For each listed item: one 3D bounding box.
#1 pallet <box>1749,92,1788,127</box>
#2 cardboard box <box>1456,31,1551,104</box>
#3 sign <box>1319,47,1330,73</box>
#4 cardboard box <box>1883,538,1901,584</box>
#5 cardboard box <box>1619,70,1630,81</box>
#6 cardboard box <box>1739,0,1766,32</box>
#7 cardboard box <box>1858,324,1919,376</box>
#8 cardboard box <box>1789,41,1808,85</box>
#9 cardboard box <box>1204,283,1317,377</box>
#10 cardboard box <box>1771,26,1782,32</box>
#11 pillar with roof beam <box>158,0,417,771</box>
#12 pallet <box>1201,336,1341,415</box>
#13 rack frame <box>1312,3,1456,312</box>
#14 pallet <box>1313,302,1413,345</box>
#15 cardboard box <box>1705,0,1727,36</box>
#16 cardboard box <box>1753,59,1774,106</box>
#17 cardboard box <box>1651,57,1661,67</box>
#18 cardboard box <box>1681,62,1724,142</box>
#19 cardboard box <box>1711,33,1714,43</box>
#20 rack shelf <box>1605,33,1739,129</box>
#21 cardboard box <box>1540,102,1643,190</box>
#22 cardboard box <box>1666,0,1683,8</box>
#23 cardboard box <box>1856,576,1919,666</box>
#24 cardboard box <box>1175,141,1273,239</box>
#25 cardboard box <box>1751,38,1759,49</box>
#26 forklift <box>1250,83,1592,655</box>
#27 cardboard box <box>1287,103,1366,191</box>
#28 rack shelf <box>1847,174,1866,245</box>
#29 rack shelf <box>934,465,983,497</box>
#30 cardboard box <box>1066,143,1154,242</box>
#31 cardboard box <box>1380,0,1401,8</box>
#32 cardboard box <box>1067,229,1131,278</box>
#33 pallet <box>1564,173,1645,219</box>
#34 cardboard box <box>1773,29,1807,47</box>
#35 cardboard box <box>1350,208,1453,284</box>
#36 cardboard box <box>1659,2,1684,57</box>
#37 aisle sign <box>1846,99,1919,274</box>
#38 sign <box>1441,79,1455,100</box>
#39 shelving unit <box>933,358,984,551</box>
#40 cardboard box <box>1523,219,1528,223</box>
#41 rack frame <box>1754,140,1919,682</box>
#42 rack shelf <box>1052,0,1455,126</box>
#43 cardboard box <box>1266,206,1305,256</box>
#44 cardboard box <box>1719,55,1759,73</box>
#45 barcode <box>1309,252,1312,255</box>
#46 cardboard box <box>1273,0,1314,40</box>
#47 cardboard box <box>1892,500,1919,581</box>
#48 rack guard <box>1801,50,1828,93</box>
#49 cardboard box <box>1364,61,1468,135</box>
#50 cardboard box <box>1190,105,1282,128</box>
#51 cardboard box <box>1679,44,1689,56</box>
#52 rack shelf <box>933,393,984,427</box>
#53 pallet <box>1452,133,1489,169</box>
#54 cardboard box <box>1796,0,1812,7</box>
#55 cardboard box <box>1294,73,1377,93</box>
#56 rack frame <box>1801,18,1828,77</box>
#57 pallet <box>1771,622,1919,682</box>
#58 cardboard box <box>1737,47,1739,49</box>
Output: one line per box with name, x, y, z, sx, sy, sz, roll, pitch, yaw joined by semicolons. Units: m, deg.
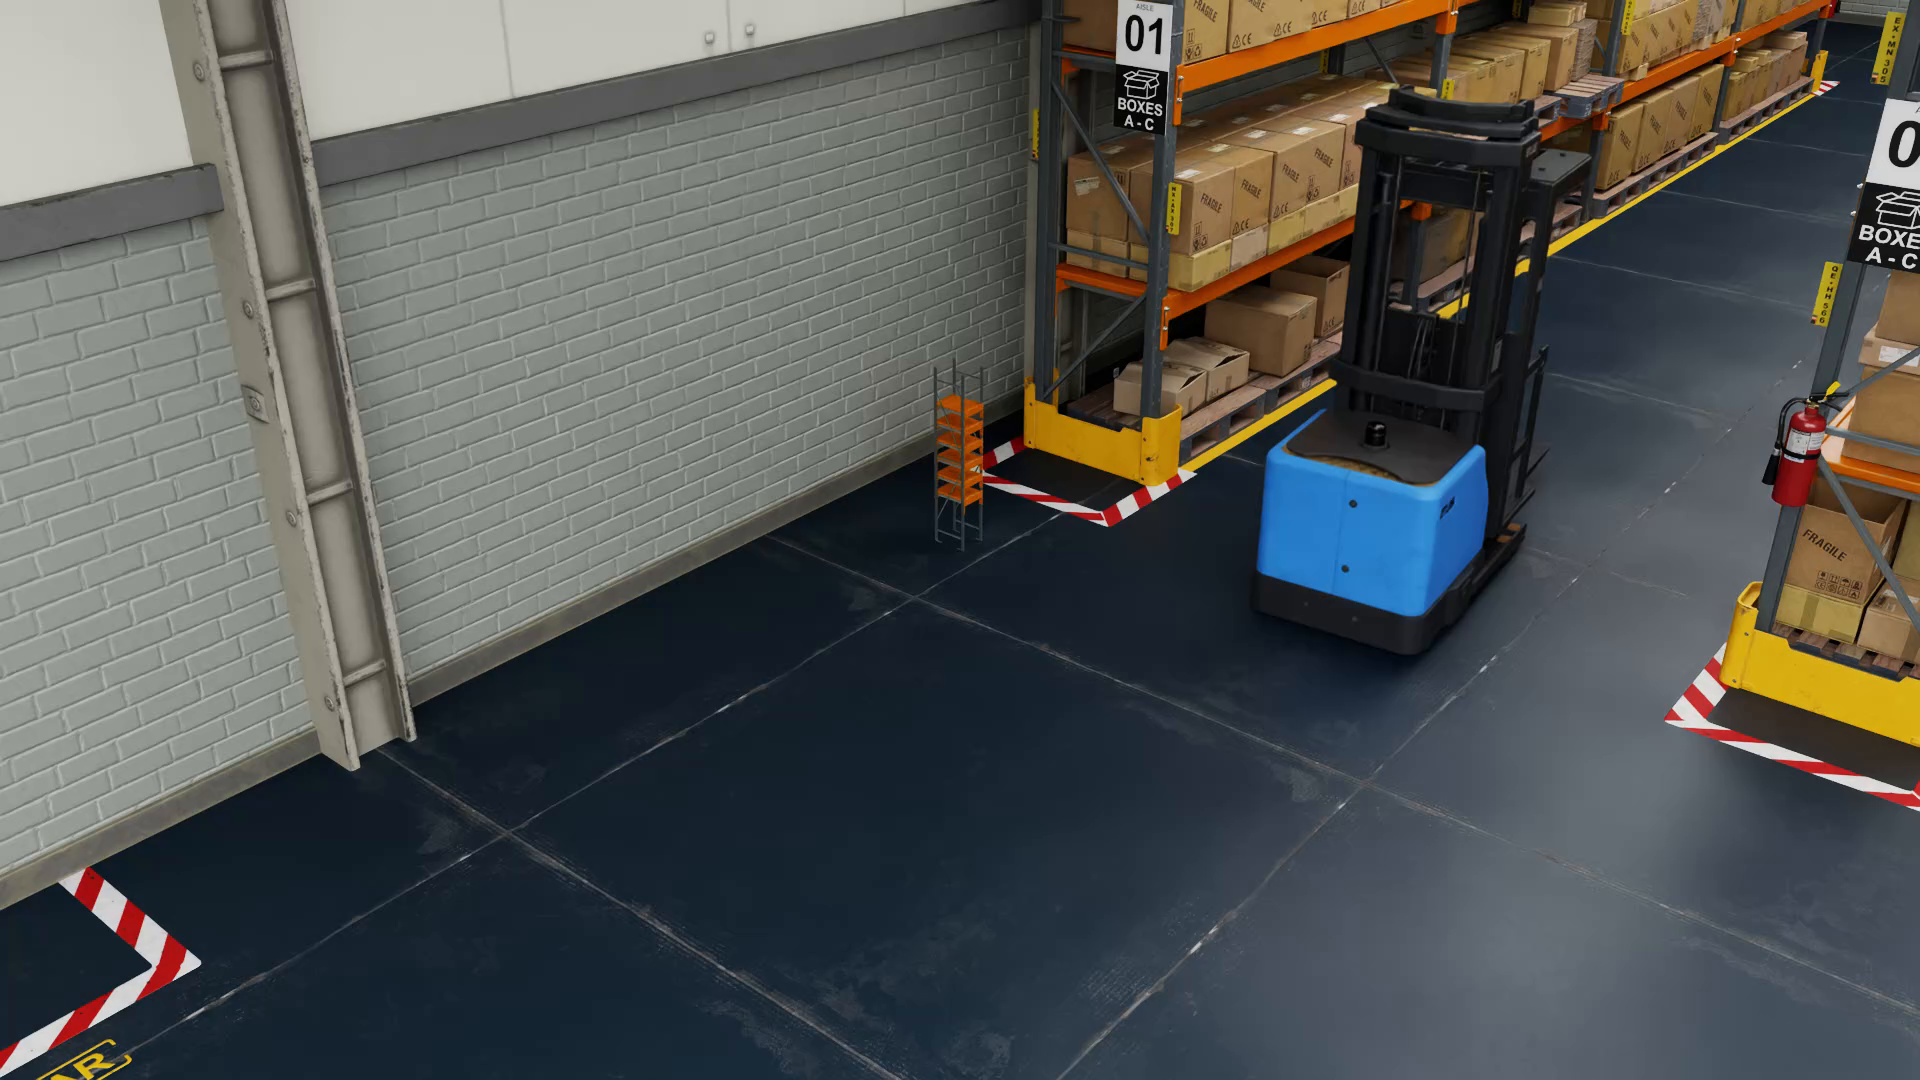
pallet;9.898;-5.591;21.328;1.003;0.211;1.213;21;34;34
cardboard box;4.967;-4.352;15.311;0.700;0.500;0.500;21;34;34
sign;3.059;-3.987;13.933;0.100;0.325;0.005;21;34;34
cardboard box;5.192;0.130;9.770;0.500;0.250;0.500;21;34;34
cardboard box;6.589;-4.763;16.945;0.380;0.149;0.250;21;34;35
cardboard box;8.936;-6.469;19.664;0.980;0.700;0.700;21;34;35
cardboard box;4.866;-0.971;8.548;0.380;0.149;0.250;20;33;34
cardboard box;10.754;-6.366;22.054;0.700;0.500;0.500;21;34;34
cardboard box;2.323;-1.646;12.908;0.700;0.500;0.500;18;33;31
cardboard box;10.680;-6.756;22.103;0.380;0.149;0.250;21;34;35
pillar with roof beam;0.229;-1.674;4.192;9.100;9.000;0.400;21;34;34
pallet;2.314;-1.391;13.208;1.003;0.211;1.213;21;34;34
rack frame;3.490;-3.312;13.888;1.000;3.000;0.127;21;34;34
pallet;3.090;-1.825;14.048;1.003;0.211;1.213;21;34;34
cardboard box;8.162;-5.913;18.461;0.500;0.500;0.500;21;34;35
cardboard box;9.783;-5.818;20.996;0.700;0.500;0.500;22;34;36
cardboard box;7.219;-5.141;17.675;0.380;0.149;0.250;21;34;35
cardboard box;8.265;-5.112;19.249;0.750;0.750;0.750;21;34;35
cardboard box;8.240;-5.668;18.694;0.380;0.149;0.250;22;35;36
rack shelf;7.306;-5.120;18.165;1.077;0.370;4.000;21;34;34
cardboard box;6.603;-4.184;17.457;0.750;0.750;0.750;20;34;34
cardboard box;7.178;-5.704;17.240;0.500;0.250;0.500;21;34;35
cardboard box;5.283;0.462;9.128;0.500;0.250;0.500;21;34;34
cardboard box;1.803;-2.423;11.494;0.500;0.500;0.500;21;34;35
cardboard box;10.037;-6.398;21.410;0.380;0.149;0.250;21;34;35
forklift;2.967;-1.283;10.040;1.130;2.935;3.031;17;32;30
cardboard box;2.786;-2.975;12.562;0.500;0.500;0.500;20;33;33
rack shelf;6.042;-2.169;9.197;1.077;0.370;4.000;21;34;34
rack shelf;-0.009;-0.382;10.540;0.258;0.103;0.180;21;34;34
cardboard box;1.081;-2.398;11.447;0.500;0.500;0.500;20;34;34
cardboard box;3.028;-4.271;12.346;0.500;0.500;0.500;18;32;30
cardboard box;1.093;-2.059;11.606;0.500;0.250;0.500;21;34;35
pallet;6.594;-3.749;17.768;1.003;0.211;1.213;21;34;34
cardboard box;10.813;-6.555;21.714;0.380;0.149;0.250;20;34;34
cardboard box;3.945;-2.663;14.875;0.700;0.500;0.500;22;35;36
cardboard box;7.197;-5.372;17.415;0.500;0.500;0.500;21;34;34
aisle sign;4.502;-1.665;7.874;0.394;0.787;0.004;21;34;34
sign;3.913;-3.541;13.388;0.100;0.325;0.005;21;34;34
shelving unit;-0.009;-0.528;10.464;0.258;1.200;0.189;21;34;34
cardboard box;5.199;-3.396;16.292;0.700;0.500;0.500;21;34;34
rack frame;4.770;-0.447;8.350;1.000;3.000;0.127;21;34;34
rack shelf;2.218;-3.616;11.993;1.077;0.370;4.000;21;34;34
cardboard box;2.149;-2.284;12.041;0.500;0.250;0.500;20;34;34
cardboard box;9.492;-5.816;20.286;0.380;0.149;0.250;22;35;36
barcode;2.961;-2.418;14.053;0.001;0.075;0.075;21;34;34
cardboard box;2.047;-3.690;11.224;0.500;0.500;0.500;23;35;37
cardboard box;5.600;-0.049;9.299;0.500;0.500;0.500;21;34;34
rack guard;11.138;-6.465;22.703;1.175;0.500;0.348;21;34;34
cardboard box;3.840;-3.722;14.093;0.700;0.500;0.500;21;34;35
cardboard box;2.055;-2.937;12.488;0.500;0.500;0.500;21;34;35
cardboard box;7.740;-5.406;18.186;0.380;0.149;0.250;20;33;33
rack shelf;-0.009;-0.808;10.319;0.258;0.103;0.180;21;34;34
pallet;4.088;-3.455;14.373;1.003;0.211;1.213;21;34;34
cardboard box;10.352;-7.255;21.183;0.980;0.700;0.700;20;34;34
cardboard box;3.030;-3.482;13.541;0.500;0.500;0.500;20;33;33
rack frame;11.123;-7.567;22.112;1.000;3.000;0.127;21;34;34
pallet;5.224;0.508;9.539;1.003;0.211;1.213;21;34;34
cardboard box;9.550;-6.125;20.883;0.380;0.149;0.250;21;34;35
